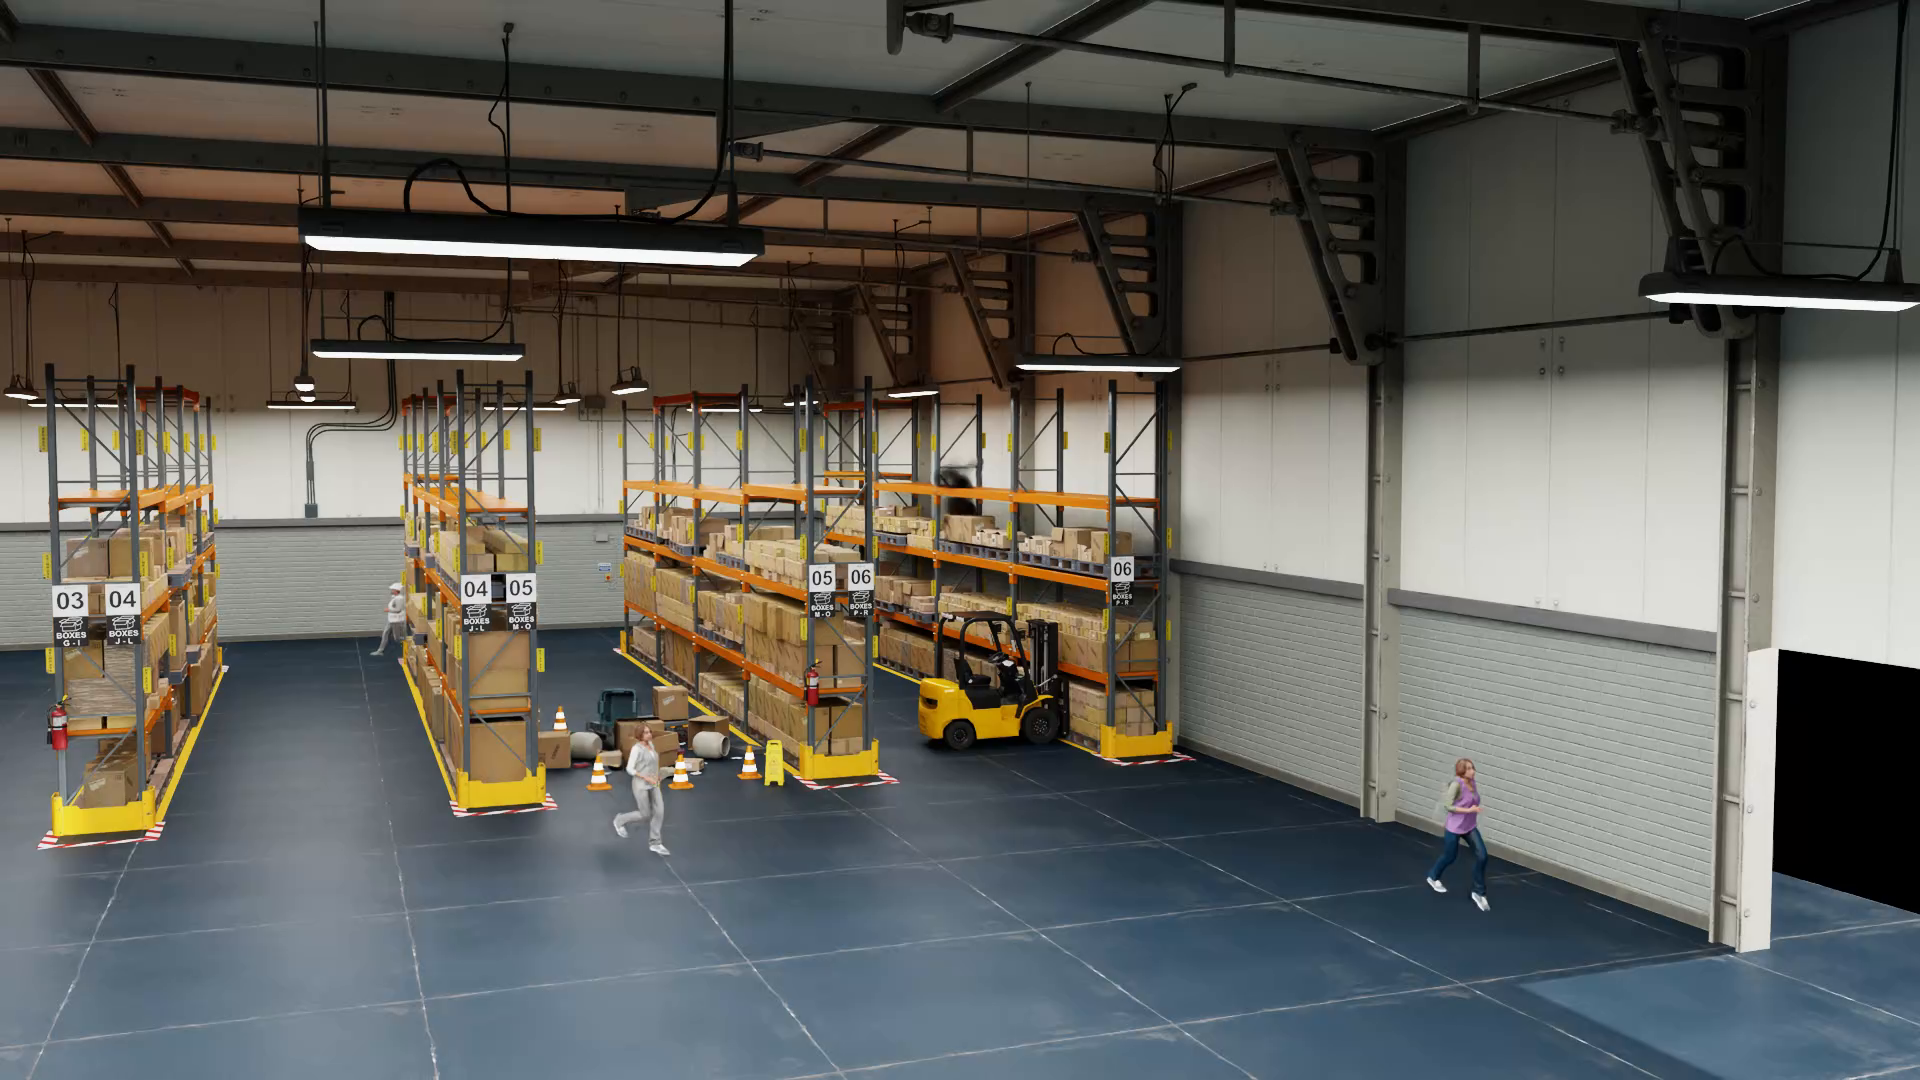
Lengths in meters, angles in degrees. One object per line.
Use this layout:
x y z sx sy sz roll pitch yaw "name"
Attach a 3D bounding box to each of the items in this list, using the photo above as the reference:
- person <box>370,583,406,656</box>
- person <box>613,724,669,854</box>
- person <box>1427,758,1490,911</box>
-13.101 1.862 38.460 1.012 1.741 0.680 -2 4 -28 "person"
-3.891 3.036 20.395 0.786 1.586 0.549 2 4 27 "person"
5.374 3.162 18.038 0.512 1.638 0.807 -2 4 -27 "person"
